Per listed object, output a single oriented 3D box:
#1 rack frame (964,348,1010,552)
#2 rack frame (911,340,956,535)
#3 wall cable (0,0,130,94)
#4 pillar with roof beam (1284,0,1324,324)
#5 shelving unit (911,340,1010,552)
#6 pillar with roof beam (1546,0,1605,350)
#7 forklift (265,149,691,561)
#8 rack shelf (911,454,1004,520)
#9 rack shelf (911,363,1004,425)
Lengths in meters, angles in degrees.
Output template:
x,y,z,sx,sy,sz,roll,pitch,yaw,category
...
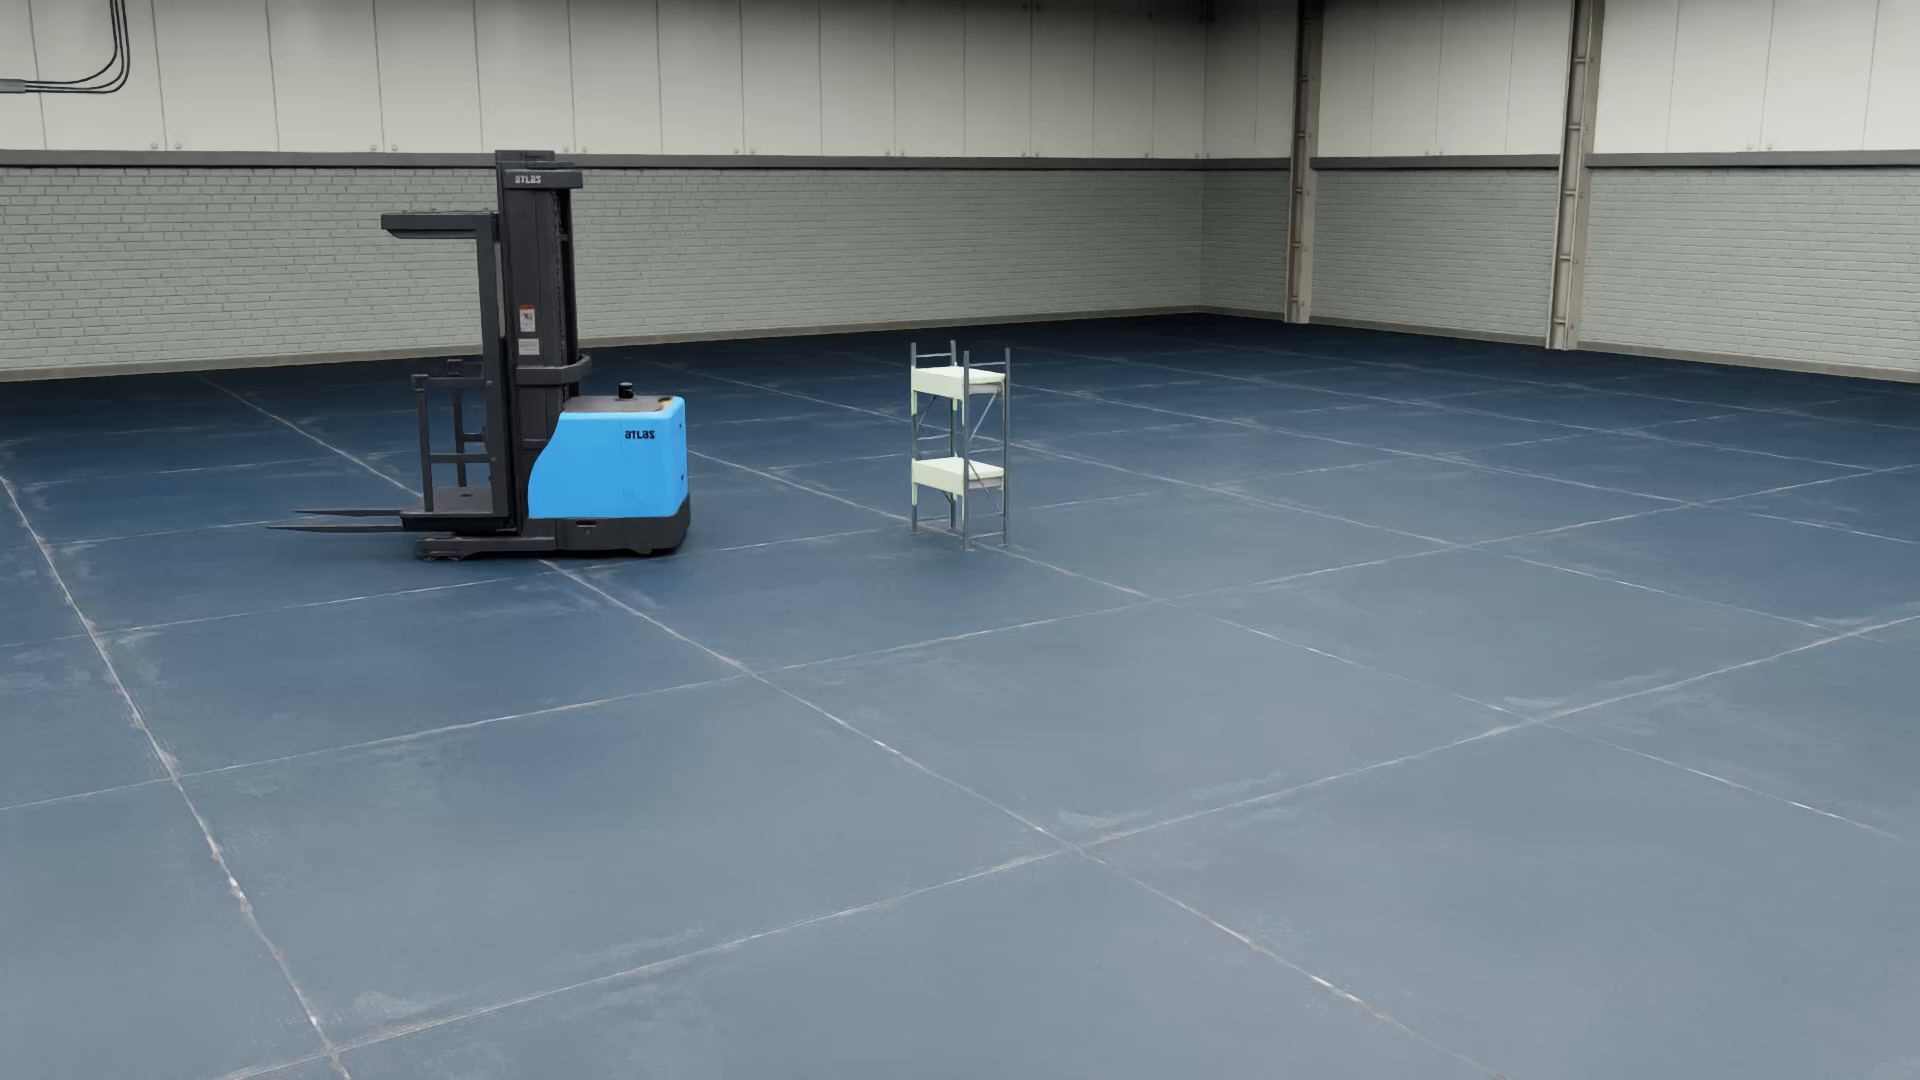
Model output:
x,y,z,sx,sy,sz,roll,pitch,yaw,category
0.199,-0.669,12.409,0.400,1.500,0.023,-8,15,-33,rack frame
-0.206,-0.799,13.005,0.400,1.500,0.023,-8,15,-33,rack frame
-12.360,-8.312,21.846,2.305,6.003,0.169,-8,15,-33,wall cable
2.898,-8.068,28.691,9.100,9.000,0.400,-8,15,-33,pillar with roof beam
-0.004,-0.734,12.707,0.431,1.500,0.755,-8,15,-33,shelving unit
6.223,-7.001,23.812,9.100,9.000,0.400,-8,15,-33,pillar with roof beam
-3.626,-1.395,12.382,3.031,2.935,1.130,-1,12,-3,forklift
-0.004,-0.415,12.777,0.431,0.370,0.720,-8,15,-33,rack shelf
-0.004,-1.115,12.624,0.431,0.370,0.720,-8,15,-33,rack shelf
